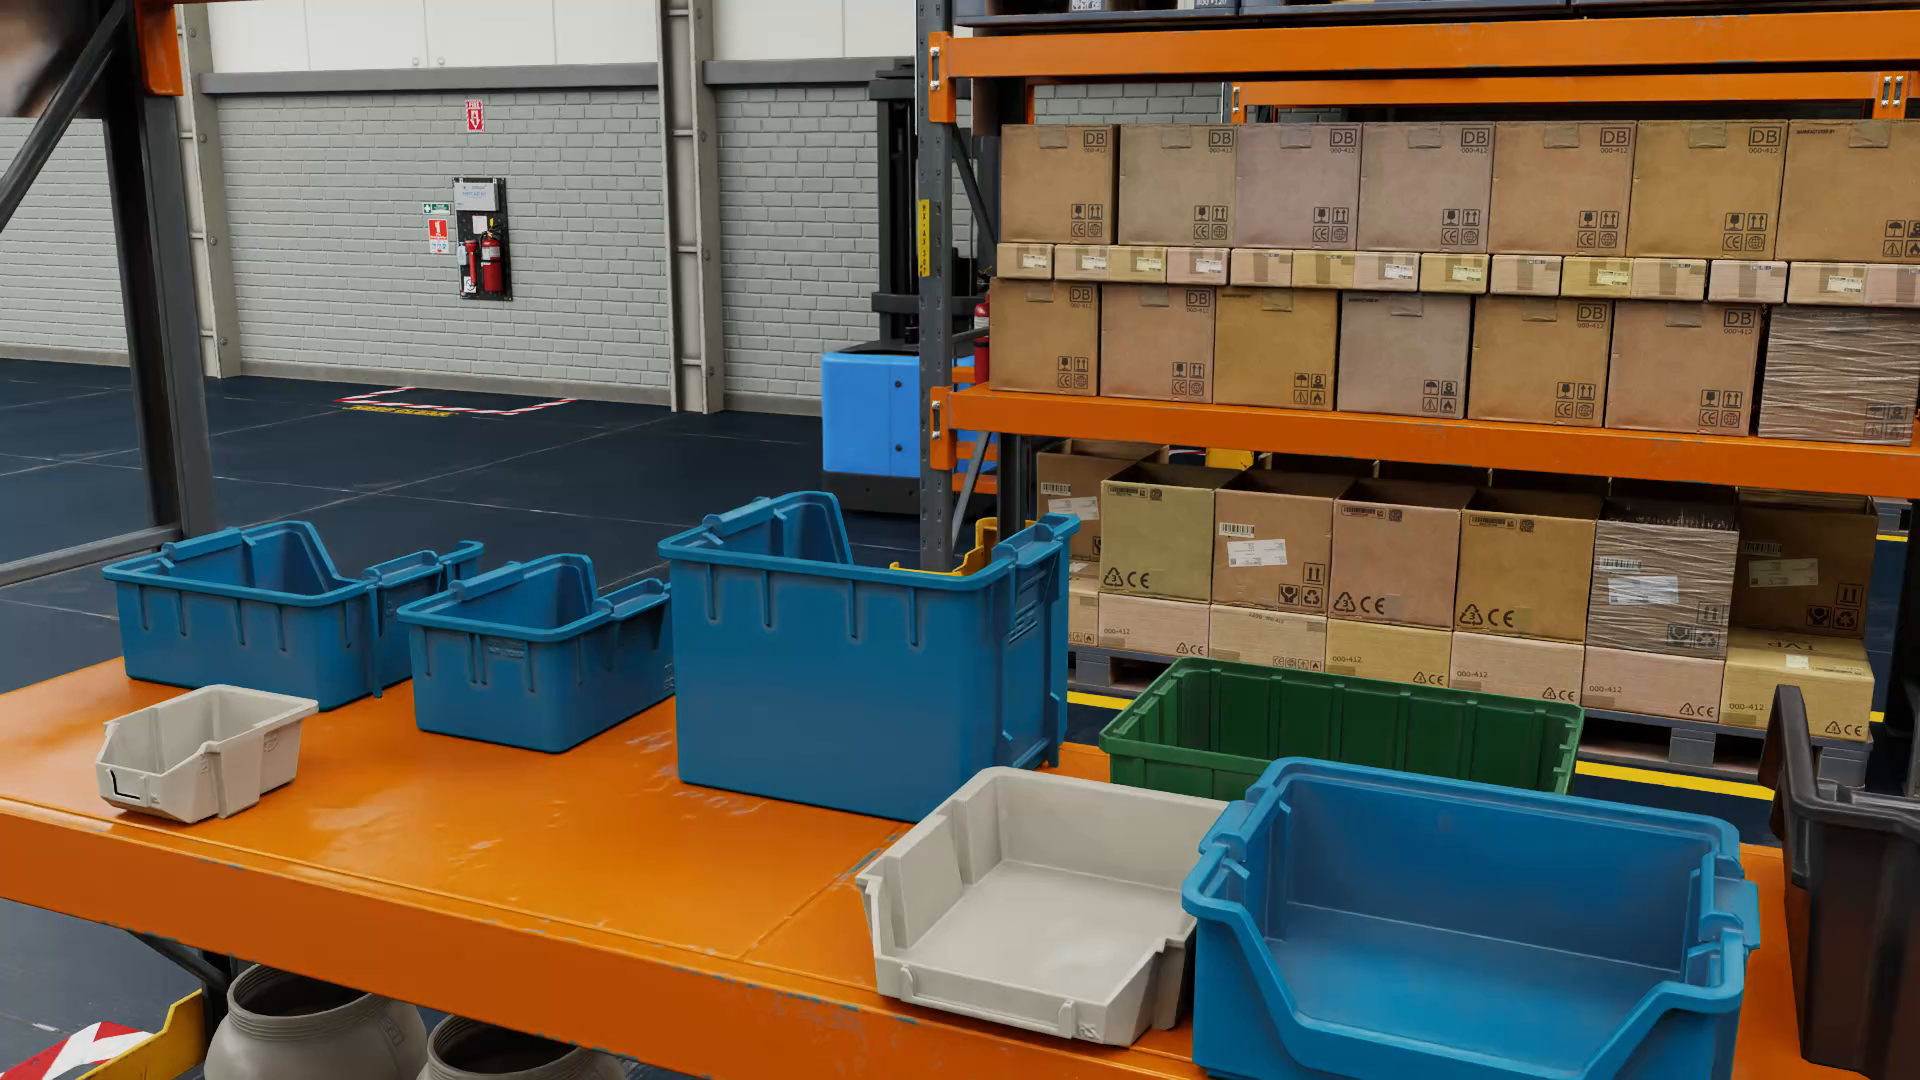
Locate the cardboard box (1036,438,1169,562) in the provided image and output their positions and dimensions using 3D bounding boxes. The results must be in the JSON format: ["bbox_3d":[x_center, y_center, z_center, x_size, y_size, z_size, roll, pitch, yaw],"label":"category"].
[{"bbox_3d":[0.686,-0.197,7.988,0.500,0.500,0.500,6,14,23],"label":"cardboard box"}]

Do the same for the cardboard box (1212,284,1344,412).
[{"bbox_3d":[1.431,-0.862,7.143,0.500,0.500,0.700,6,14,24],"label":"cardboard box"}]

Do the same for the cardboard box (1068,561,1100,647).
[{"bbox_3d":[0.476,0.276,7.611,0.500,0.250,0.500,6,14,23],"label":"cardboard box"}]

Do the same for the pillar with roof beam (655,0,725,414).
[{"bbox_3d":[-4.161,-4.682,10.508,0.400,9.000,9.100,6,14,23],"label":"pillar with roof beam"}]

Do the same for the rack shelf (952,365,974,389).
[{"bbox_3d":[0.151,-0.951,9.963,0.480,0.148,0.258,6,14,23],"label":"rack shelf"}]

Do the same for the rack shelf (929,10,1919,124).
[{"bbox_3d":[1.904,-1.879,6.705,4.000,0.370,1.077,6,14,23],"label":"rack shelf"}]

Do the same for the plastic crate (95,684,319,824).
[{"bbox_3d":[-1.246,0.359,2.737,0.250,0.136,0.298,6,14,23],"label":"plastic crate"}]

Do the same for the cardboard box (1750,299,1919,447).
[{"bbox_3d":[3.324,-0.672,6.335,0.500,0.500,0.700,5,14,22],"label":"cardboard box"}]

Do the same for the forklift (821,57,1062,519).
[{"bbox_3d":[0.091,-1.853,11.735,1.130,2.935,3.031,5,14,20],"label":"forklift"}]

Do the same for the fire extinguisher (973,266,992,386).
[{"bbox_3d":[0.156,-1.024,8.223,0.183,0.674,0.296,6,14,23],"label":"fire extinguisher"}]

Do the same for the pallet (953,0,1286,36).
[{"bbox_3d":[0.711,-2.300,7.120,1.213,0.211,1.003,6,14,23],"label":"pallet"}]

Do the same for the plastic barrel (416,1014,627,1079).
[{"bbox_3d":[-0.843,1.178,3.194,0.421,0.512,0.421,0,13,0],"label":"plastic barrel"}]

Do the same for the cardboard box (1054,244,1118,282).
[{"bbox_3d":[0.590,-1.213,7.220,0.250,0.149,0.380,5,14,22],"label":"cardboard box"}]

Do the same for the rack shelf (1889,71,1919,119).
[{"bbox_3d":[7.564,-2.544,9.539,4.000,0.370,1.077,6,14,23],"label":"rack shelf"}]

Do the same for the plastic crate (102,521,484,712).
[{"bbox_3d":[-1.355,0.137,3.432,0.616,0.251,0.499,6,14,23],"label":"plastic crate"}]

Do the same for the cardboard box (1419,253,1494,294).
[{"bbox_3d":[1.993,-1.070,6.612,0.250,0.149,0.380,6,15,25],"label":"cardboard box"}]

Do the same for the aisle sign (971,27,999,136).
[{"bbox_3d":[0.134,-2.287,7.744,0.004,0.787,0.394,6,14,23],"label":"aisle sign"}]

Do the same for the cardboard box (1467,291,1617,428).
[{"bbox_3d":[2.382,-0.767,6.738,0.500,0.500,0.700,6,14,24],"label":"cardboard box"}]

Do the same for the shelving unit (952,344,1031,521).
[{"bbox_3d":[0.151,-0.569,10.053,0.503,1.200,0.258,6,14,23],"label":"shelving unit"}]

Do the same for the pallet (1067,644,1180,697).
[{"bbox_3d":[0.792,0.466,7.808,1.213,0.211,1.003,6,14,23],"label":"pallet"}]

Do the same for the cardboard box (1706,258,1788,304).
[{"bbox_3d":[2.932,-0.976,6.208,0.250,0.149,0.380,5,14,22],"label":"cardboard box"}]

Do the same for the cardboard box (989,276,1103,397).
[{"bbox_3d":[0.497,-0.957,7.547,0.500,0.500,0.700,6,14,23],"label":"cardboard box"}]

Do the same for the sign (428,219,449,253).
[{"bbox_3d":[-5.125,-2.987,16.339,0.234,0.329,0.001,6,14,23],"label":"sign"}]

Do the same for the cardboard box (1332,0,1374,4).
[{"bbox_3d":[2.760,-3.367,11.211,0.500,0.500,0.500,7,15,27],"label":"cardboard box"}]

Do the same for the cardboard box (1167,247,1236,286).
[{"bbox_3d":[1.047,-1.166,7.019,0.250,0.149,0.380,6,14,22],"label":"cardboard box"}]

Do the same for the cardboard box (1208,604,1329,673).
[{"bbox_3d":[1.391,0.368,7.219,0.500,0.250,0.500,6,14,23],"label":"cardboard box"}]

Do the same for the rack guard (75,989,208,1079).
[{"bbox_3d":[-1.846,1.294,3.644,0.348,0.500,1.175,6,14,23],"label":"rack guard"}]

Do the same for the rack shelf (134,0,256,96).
[{"bbox_3d":[-0.106,-0.845,2.297,4.000,0.370,1.077,6,14,23],"label":"rack shelf"}]

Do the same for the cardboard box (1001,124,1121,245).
[{"bbox_3d":[0.546,-1.583,7.378,0.500,0.500,0.700,6,14,23],"label":"cardboard box"}]

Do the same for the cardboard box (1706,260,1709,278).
[{"bbox_3d":[4.720,-1.945,10.620,0.500,0.500,0.500,6,14,23],"label":"cardboard box"}]

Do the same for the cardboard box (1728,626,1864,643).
[{"bbox_3d":[3.432,0.444,6.896,0.500,0.250,0.500,6,14,23],"label":"cardboard box"}]

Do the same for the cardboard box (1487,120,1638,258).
[{"bbox_3d":[2.404,-1.397,6.583,0.500,0.500,0.700,6,14,23],"label":"cardboard box"}]

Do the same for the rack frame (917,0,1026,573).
[{"bbox_3d":[0.076,-0.954,7.754,0.127,3.000,1.000,6,14,23],"label":"rack frame"}]

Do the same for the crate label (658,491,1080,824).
[{"bbox_3d":[-0.142,0.177,2.857,0.616,0.435,0.502,6,14,23],"label":"crate label"}]

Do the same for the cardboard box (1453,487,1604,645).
[{"bbox_3d":[2.309,0.094,6.747,0.500,0.500,0.500,6,14,23],"label":"cardboard box"}]

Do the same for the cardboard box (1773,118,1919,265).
[{"bbox_3d":[3.324,-1.304,6.187,0.500,0.500,0.700,6,14,24],"label":"cardboard box"}]

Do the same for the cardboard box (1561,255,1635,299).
[{"bbox_3d":[2.468,-1.023,6.411,0.250,0.149,0.380,6,14,23],"label":"cardboard box"}]

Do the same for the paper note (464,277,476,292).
[{"bbox_3d":[-4.795,-2.499,16.265,0.142,0.148,0.016,6,14,23],"label":"paper note"}]

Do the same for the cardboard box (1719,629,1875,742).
[{"bbox_3d":[3.220,0.553,6.431,0.500,0.250,0.500,6,14,23],"label":"cardboard box"}]

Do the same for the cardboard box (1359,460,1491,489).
[{"bbox_3d":[2.063,-0.061,7.408,0.500,0.500,0.500,6,14,23],"label":"cardboard box"}]

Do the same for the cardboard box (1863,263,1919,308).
[{"bbox_3d":[3.397,-0.929,6.008,0.250,0.149,0.380,6,14,23],"label":"cardboard box"}]

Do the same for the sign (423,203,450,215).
[{"bbox_3d":[-5.124,-3.242,16.269,0.331,0.109,0.001,6,14,23],"label":"sign"}]

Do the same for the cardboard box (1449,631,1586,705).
[{"bbox_3d":[2.304,0.462,6.821,0.500,0.250,0.500,6,14,23],"label":"cardboard box"}]

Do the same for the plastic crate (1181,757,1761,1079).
[{"bbox_3d":[0.601,0.477,1.981,0.616,0.251,0.499,6,14,23],"label":"plastic crate"}]

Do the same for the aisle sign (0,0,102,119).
[{"bbox_3d":[-1.880,-1.254,3.342,0.004,0.787,0.394,6,14,23],"label":"aisle sign"}]

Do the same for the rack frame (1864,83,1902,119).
[{"bbox_3d":[5.736,-1.619,10.588,0.127,3.000,1.000,6,14,23],"label":"rack frame"}]

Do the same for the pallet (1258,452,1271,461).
[{"bbox_3d":[2.876,-0.542,12.102,1.213,0.211,1.003,6,14,23],"label":"pallet"}]

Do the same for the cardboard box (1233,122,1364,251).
[{"bbox_3d":[1.490,-1.489,6.978,0.500,0.500,0.700,6,14,23],"label":"cardboard box"}]

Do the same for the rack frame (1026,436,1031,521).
[{"bbox_3d":[0.374,-0.546,9.956,0.015,1.200,0.240,6,14,23],"label":"rack frame"}]

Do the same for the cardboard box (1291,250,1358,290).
[{"bbox_3d":[1.525,-1.118,6.816,0.250,0.149,0.380,6,14,23],"label":"cardboard box"}]

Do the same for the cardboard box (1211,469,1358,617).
[{"bbox_3d":[1.396,0.001,7.144,0.500,0.500,0.500,6,14,23],"label":"cardboard box"}]

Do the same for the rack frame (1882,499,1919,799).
[{"bbox_3d":[3.733,-0.584,6.177,0.127,3.000,1.000,6,14,23],"label":"rack frame"}]

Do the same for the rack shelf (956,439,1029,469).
[{"bbox_3d":[0.151,-0.503,10.068,0.480,0.148,0.258,6,14,23],"label":"rack shelf"}]

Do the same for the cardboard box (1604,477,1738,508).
[{"bbox_3d":[2.975,0.032,7.009,0.500,0.500,0.500,6,14,23],"label":"cardboard box"}]
